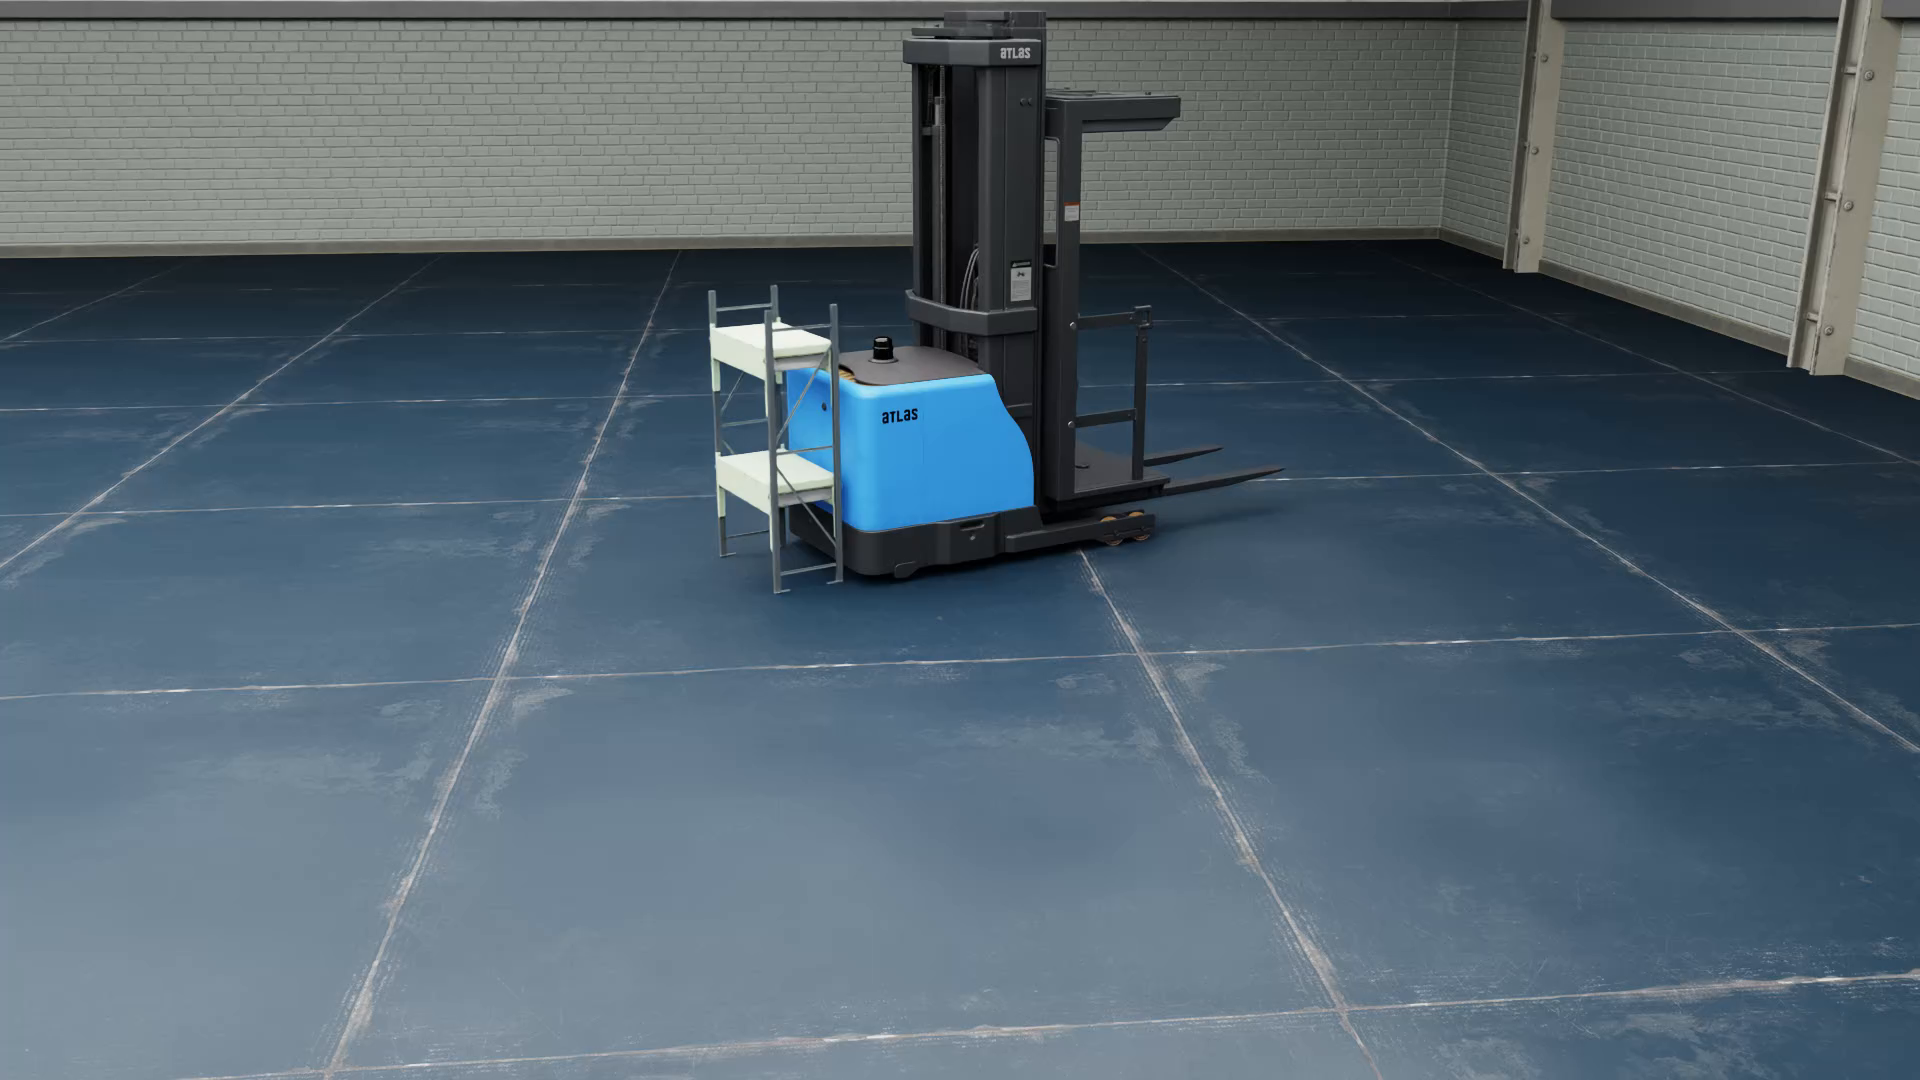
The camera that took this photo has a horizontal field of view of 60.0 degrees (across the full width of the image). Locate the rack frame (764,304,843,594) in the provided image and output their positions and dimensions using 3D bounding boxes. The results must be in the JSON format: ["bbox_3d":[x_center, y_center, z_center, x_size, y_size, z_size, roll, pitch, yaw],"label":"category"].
[{"bbox_3d":[-0.805,-0.462,8.643,0.400,1.500,0.023,-10,20,-29],"label":"rack frame"}]

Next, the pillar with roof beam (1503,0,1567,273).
[{"bbox_3d":[2.483,-7.412,18.264,9.100,9.000,0.400,-2,18,-6],"label":"pillar with roof beam"}]

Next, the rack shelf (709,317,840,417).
[{"bbox_3d":[-0.991,-0.929,8.827,0.431,0.370,0.720,-10,20,-29],"label":"rack shelf"}]

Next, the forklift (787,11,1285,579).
[{"bbox_3d":[0.547,-1.493,9.538,3.031,2.935,1.130,-10,20,-28],"label":"forklift"}]

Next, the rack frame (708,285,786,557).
[{"bbox_3d":[-1.177,-0.651,9.245,0.400,1.500,0.023,-10,20,-29],"label":"rack frame"}]

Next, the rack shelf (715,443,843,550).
[{"bbox_3d":[-0.991,-0.245,9.041,0.431,0.370,0.720,-10,20,-29],"label":"rack shelf"}]

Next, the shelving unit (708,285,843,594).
[{"bbox_3d":[-0.991,-0.556,8.944,0.431,1.500,0.755,-10,20,-29],"label":"shelving unit"}]

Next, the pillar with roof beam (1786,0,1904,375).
[{"bbox_3d":[3.101,-5.625,12.570,9.100,9.000,0.400,-2,18,-6],"label":"pillar with roof beam"}]
